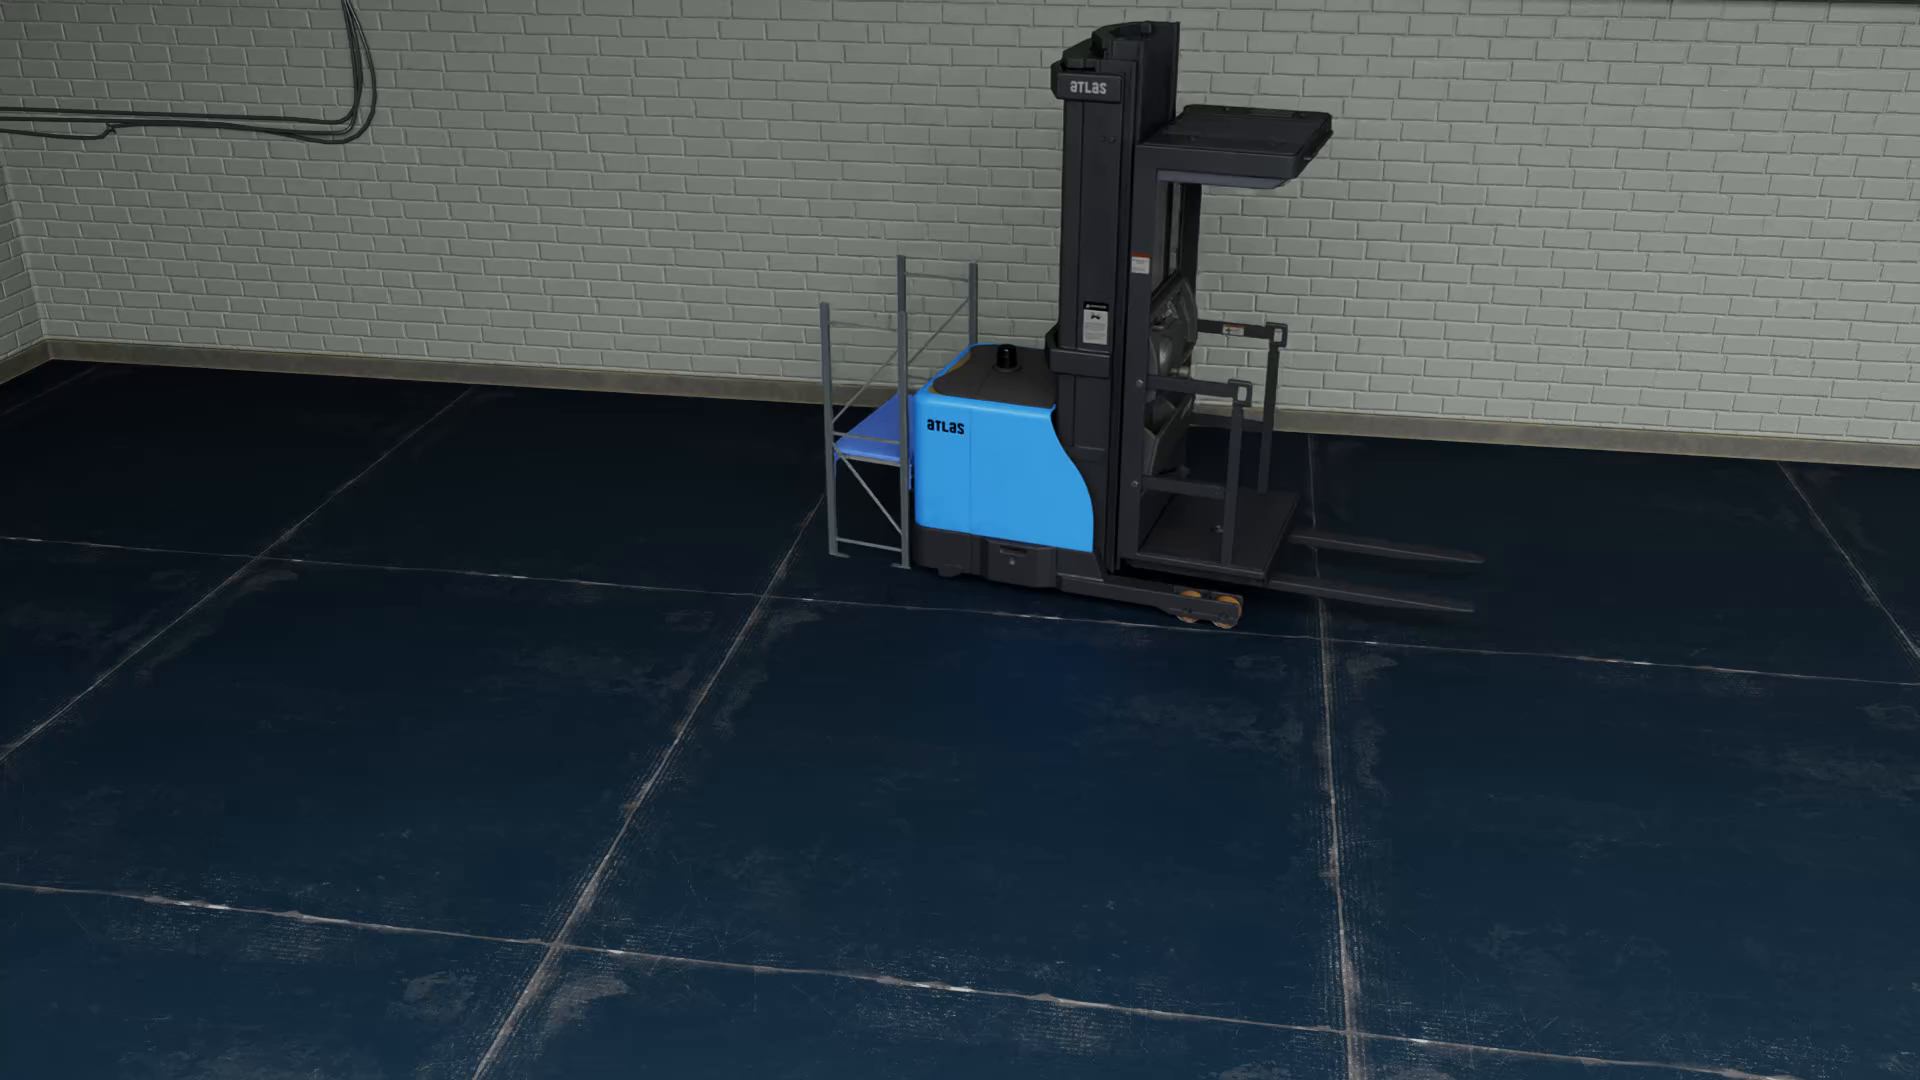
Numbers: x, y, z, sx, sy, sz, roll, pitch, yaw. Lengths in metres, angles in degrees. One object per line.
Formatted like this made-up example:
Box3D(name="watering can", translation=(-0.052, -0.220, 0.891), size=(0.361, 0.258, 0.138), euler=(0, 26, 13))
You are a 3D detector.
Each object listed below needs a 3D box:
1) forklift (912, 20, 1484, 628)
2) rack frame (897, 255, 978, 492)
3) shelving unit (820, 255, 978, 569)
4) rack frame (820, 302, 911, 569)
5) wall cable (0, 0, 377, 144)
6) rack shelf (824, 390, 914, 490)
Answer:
Box3D(name="forklift", translation=(1.306, -1.117, 8.679), size=(3.031, 2.935, 1.130), euler=(9, 26, 18))
Box3D(name="rack frame", translation=(-0.135, -0.959, 10.030), size=(0.500, 1.500, 0.032), euler=(10, 27, 20))
Box3D(name="shelving unit", translation=(-0.326, -0.760, 9.604), size=(0.538, 1.500, 1.048), euler=(10, 27, 20))
Box3D(name="rack frame", translation=(-0.517, -0.560, 9.177), size=(0.500, 1.500, 0.032), euler=(10, 27, 20))
Box3D(name="wall cable", translation=(-5.519, -3.940, 11.216), size=(3.097, 2.526, 0.112), euler=(4, 25, 9))
Box3D(name="rack shelf", translation=(-0.326, -0.597, 9.680), size=(0.538, 0.185, 1.000), euler=(10, 27, 20))
